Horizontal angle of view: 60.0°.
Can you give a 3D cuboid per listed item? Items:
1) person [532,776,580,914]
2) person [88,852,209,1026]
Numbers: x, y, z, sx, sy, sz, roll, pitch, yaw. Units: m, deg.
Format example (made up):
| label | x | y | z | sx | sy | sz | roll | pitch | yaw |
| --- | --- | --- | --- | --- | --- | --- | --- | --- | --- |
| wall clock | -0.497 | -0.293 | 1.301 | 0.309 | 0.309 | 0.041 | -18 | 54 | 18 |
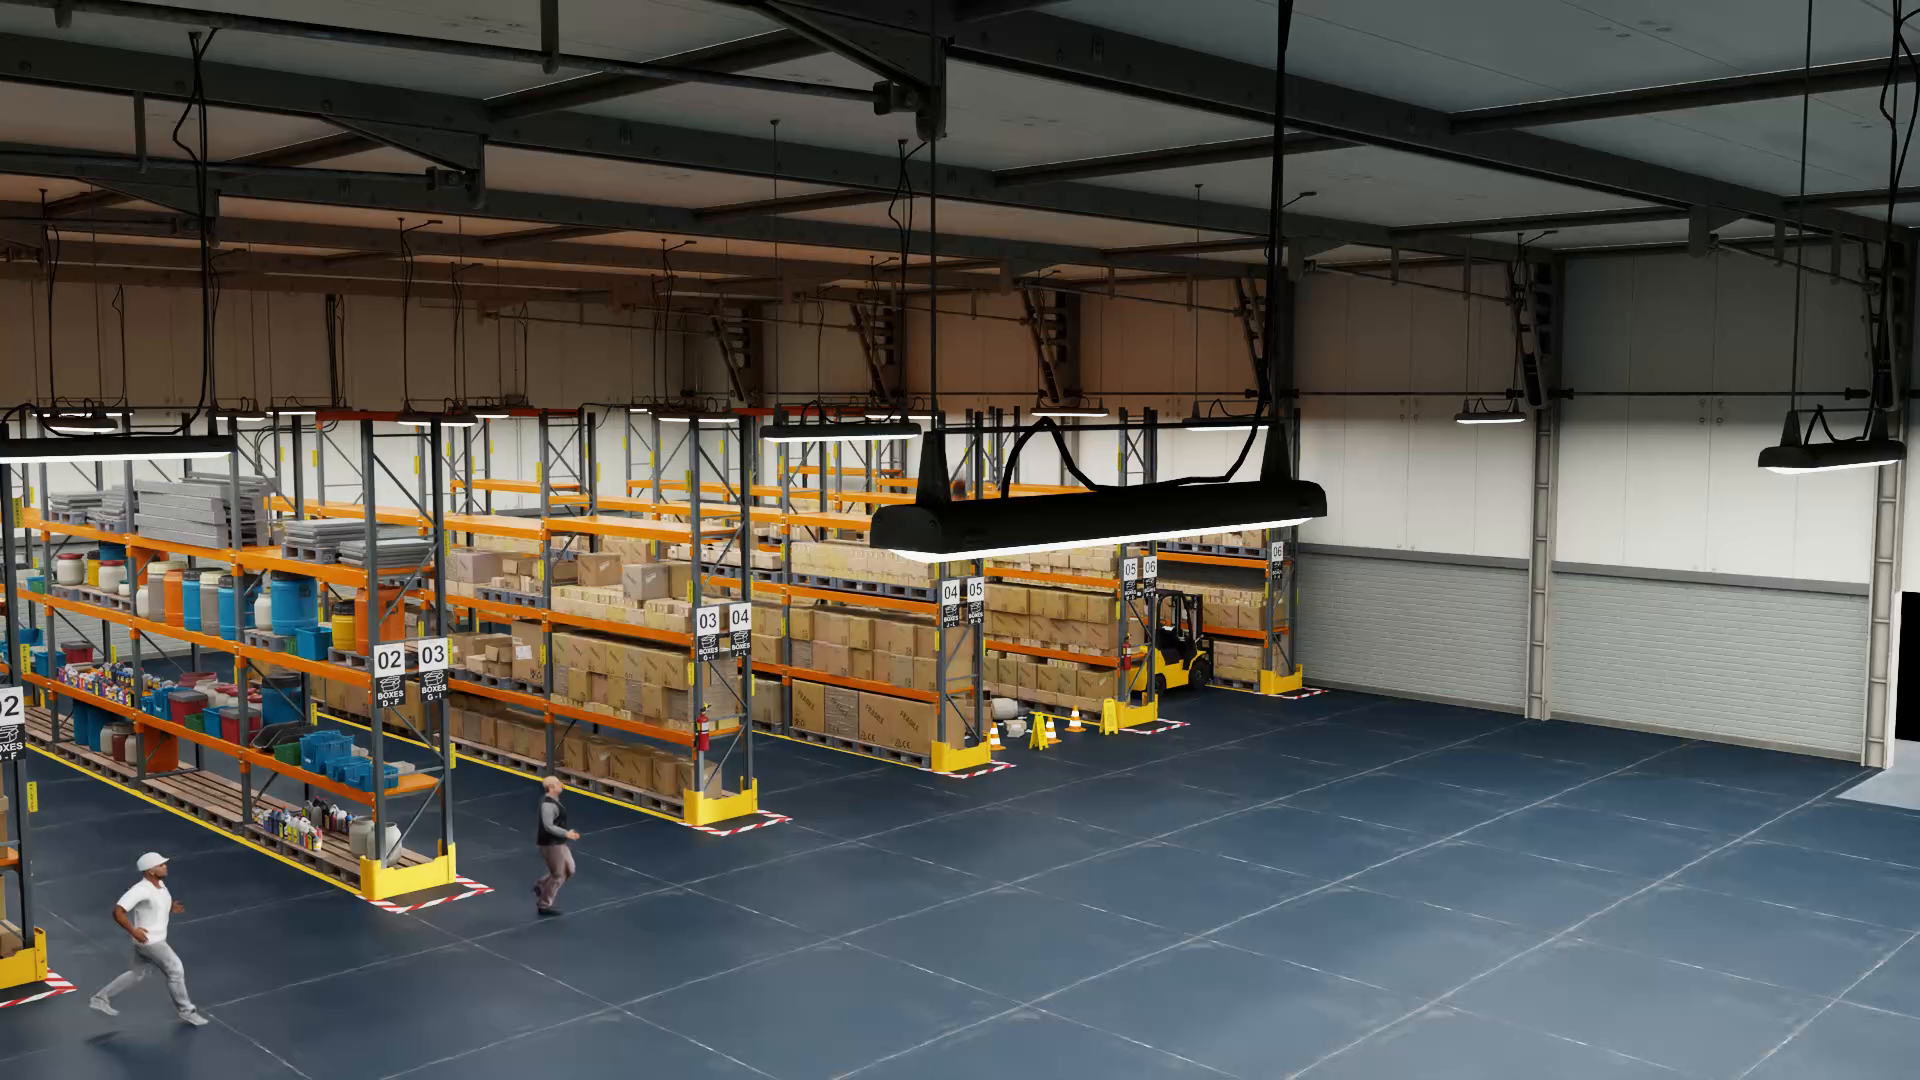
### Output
| label | x | y | z | sx | sy | sz | roll | pitch | yaw |
| --- | --- | --- | --- | --- | --- | --- | --- | --- | --- |
| person | -4.929 | 3.695 | 20.257 | 0.593 | 1.678 | 0.700 | -1 | 5 | -10 |
| person | -8.103 | 4.000 | 16.557 | 1.084 | 1.809 | 0.660 | -2 | 6 | -23 |
